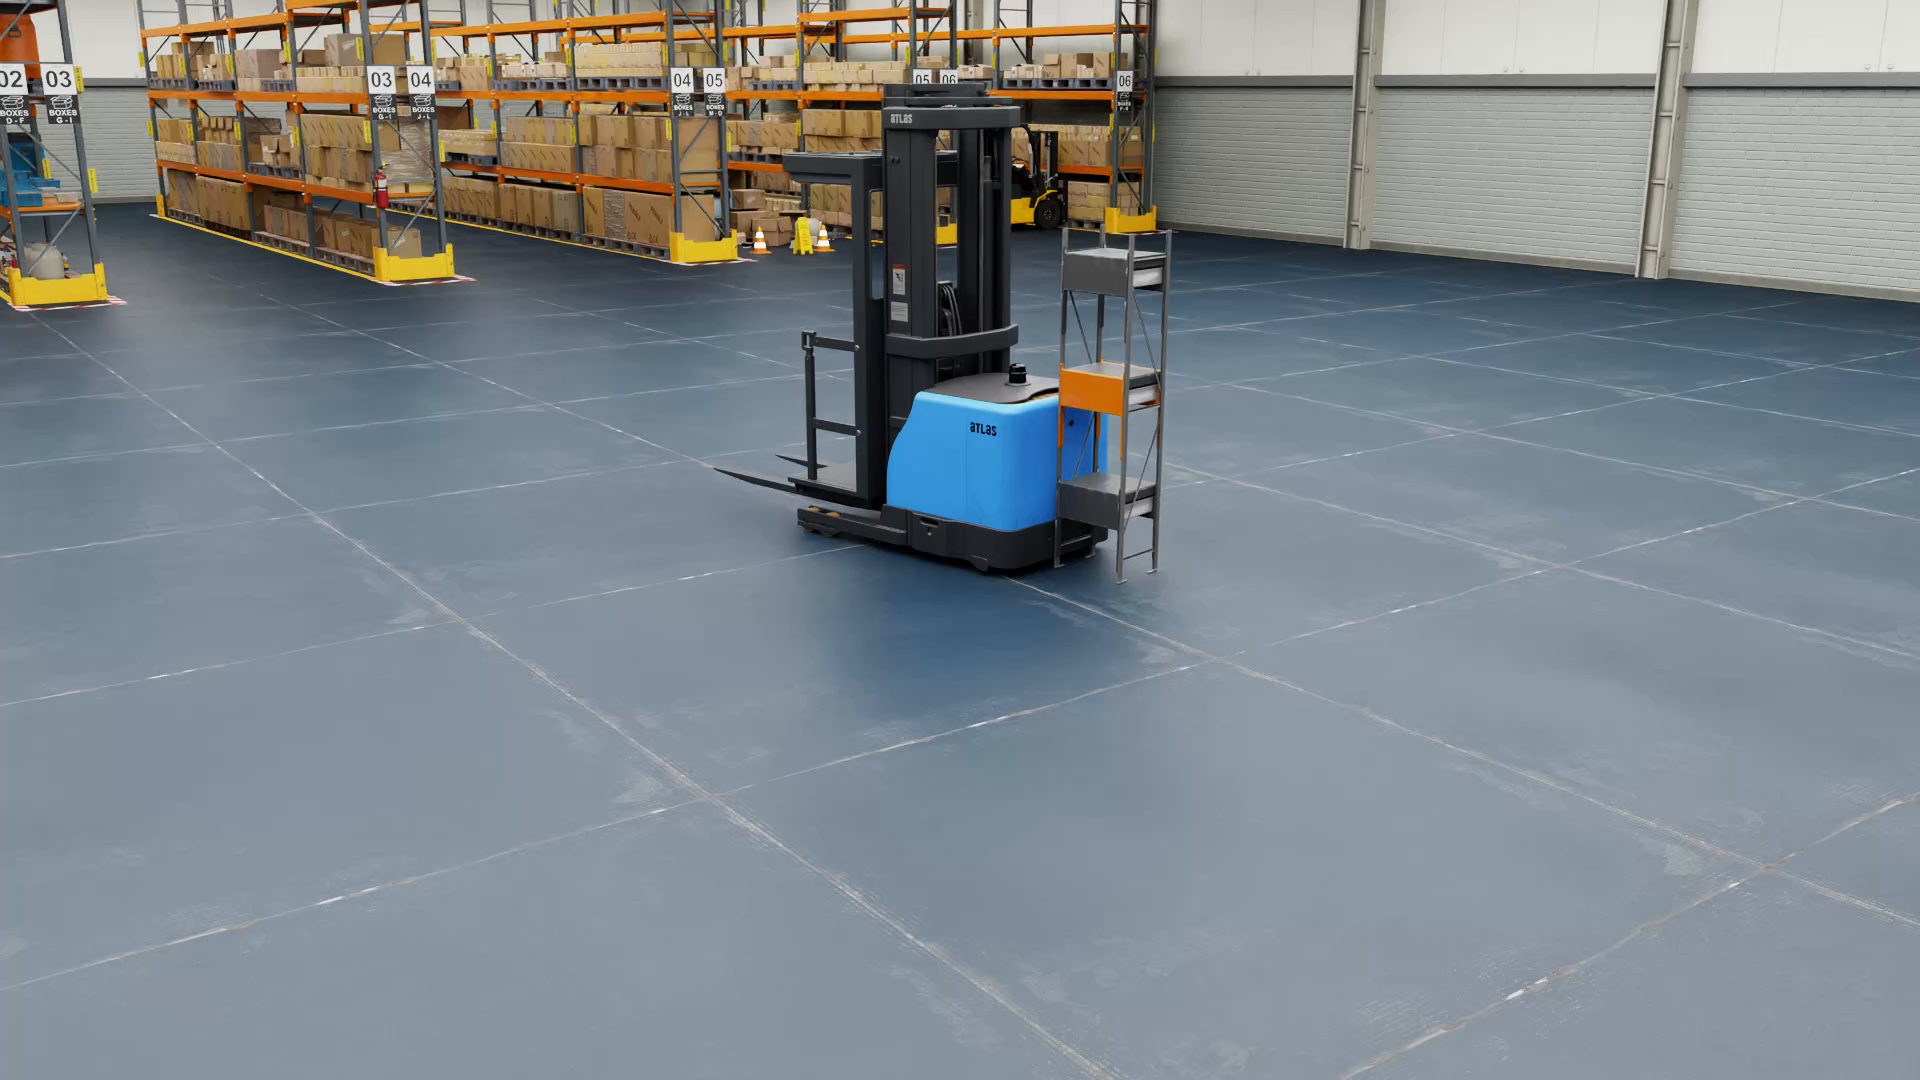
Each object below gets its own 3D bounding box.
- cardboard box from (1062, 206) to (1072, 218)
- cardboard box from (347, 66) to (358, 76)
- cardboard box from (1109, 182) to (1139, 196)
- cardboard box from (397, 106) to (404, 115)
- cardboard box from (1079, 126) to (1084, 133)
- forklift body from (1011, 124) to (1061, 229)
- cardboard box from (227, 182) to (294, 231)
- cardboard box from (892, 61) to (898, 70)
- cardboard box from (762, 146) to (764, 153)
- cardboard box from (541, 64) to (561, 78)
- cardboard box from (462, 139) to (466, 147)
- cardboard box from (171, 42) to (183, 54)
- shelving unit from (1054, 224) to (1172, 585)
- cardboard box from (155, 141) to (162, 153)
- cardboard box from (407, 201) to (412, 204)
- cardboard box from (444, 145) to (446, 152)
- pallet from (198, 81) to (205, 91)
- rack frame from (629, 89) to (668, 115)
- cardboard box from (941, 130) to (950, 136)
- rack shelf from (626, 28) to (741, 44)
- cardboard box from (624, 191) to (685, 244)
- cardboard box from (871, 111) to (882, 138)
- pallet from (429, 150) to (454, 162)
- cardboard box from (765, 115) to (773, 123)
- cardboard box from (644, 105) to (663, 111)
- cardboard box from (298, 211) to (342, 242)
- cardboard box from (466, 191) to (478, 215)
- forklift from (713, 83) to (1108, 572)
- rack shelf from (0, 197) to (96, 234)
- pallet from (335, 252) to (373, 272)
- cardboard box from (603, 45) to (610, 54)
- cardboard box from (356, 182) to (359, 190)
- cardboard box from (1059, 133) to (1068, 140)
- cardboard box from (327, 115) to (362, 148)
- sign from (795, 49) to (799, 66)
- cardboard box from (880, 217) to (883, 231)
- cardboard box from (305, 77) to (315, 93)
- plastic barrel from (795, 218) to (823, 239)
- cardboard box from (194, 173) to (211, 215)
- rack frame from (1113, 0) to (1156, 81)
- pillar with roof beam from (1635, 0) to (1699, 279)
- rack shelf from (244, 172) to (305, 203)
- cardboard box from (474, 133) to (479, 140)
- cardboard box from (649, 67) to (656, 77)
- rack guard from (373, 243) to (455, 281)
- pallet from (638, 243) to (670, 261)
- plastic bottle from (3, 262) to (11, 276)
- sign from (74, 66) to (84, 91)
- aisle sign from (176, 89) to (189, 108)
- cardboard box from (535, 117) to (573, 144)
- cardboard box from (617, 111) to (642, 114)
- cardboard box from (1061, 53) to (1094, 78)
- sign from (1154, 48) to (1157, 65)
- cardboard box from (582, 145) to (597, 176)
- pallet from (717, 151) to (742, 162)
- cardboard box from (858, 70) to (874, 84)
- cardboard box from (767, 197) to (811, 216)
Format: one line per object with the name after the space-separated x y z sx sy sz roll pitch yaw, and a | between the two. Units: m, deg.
2.415 -7.002 35.389 0.500 0.250 0.500 -11 19 -34 | cardboard box
-9.234 -7.242 25.699 0.380 0.149 0.250 -12 19 -37 | cardboard box
3.389 -7.349 34.763 0.500 0.250 0.500 -11 19 -35 | cardboard box
-12.905 -9.921 38.995 0.500 0.500 0.500 -12 19 -36 | cardboard box
2.705 -8.571 34.727 0.380 0.149 0.250 -11 19 -34 | cardboard box
0.928 -7.571 34.662 2.313 2.155 1.214 -11 19 -35 | forklift body
-13.603 -6.585 32.684 1.225 0.875 0.875 -12 19 -37 | cardboard box
-1.052 -8.885 31.139 0.380 0.149 0.250 -10 18 -34 | cardboard box
-4.032 -8.382 35.699 0.380 0.149 0.250 -12 19 -36 | cardboard box
-7.695 -9.006 31.916 0.500 0.250 0.500 -11 19 -35 | cardboard box
-10.408 -8.485 35.511 0.380 0.149 0.250 -11 19 -35 | cardboard box
-16.738 -10.640 35.992 0.500 0.250 0.500 -12 19 -36 | cardboard box
0.918 -0.825 10.102 0.503 2.100 0.431 14 21 40 | shelving unit
-17.854 -8.892 37.603 0.500 0.250 0.500 -11 19 -36 | cardboard box
-12.877 -8.051 39.416 0.380 0.149 0.250 -11 19 -35 | cardboard box
-11.177 -8.619 36.567 0.380 0.149 0.250 -11 19 -34 | cardboard box
-14.987 -9.278 33.972 0.805 0.209 1.217 -12 19 -37 | pallet
-7.550 -9.649 40.650 1.000 3.000 0.127 -11 19 -35 | rack frame
-0.208 -9.425 38.411 0.380 0.149 0.250 -11 19 -36 | cardboard box
-6.374 -11.576 38.445 1.077 0.370 4.000 -11 19 -35 | rack shelf
-5.410 -5.797 29.803 0.875 0.875 0.875 -11 19 -35 | cardboard box
-1.263 -7.945 31.777 0.700 0.500 0.500 -11 19 -34 | cardboard box
-11.163 -8.581 37.110 1.003 0.211 1.213 -11 19 -35 | pallet
-3.896 -8.912 35.178 0.380 0.149 0.250 -12 19 -37 | cardboard box
-7.526 -10.600 40.812 0.380 0.149 0.250 -11 19 -35 | cardboard box
-11.471 -5.649 29.934 0.700 0.500 0.500 -11 19 -35 | cardboard box
-10.367 -7.324 36.093 0.500 0.500 0.500 -12 19 -37 | cardboard box
-0.465 -1.525 11.096 3.031 2.935 1.130 13 20 40 | forklift
-13.693 -4.860 24.514 1.077 0.370 4.000 -11 19 -35 | rack shelf
-9.717 -4.659 27.700 1.003 0.211 1.213 -11 19 -35 | pallet
-6.102 -8.710 29.516 0.380 0.149 0.250 -11 19 -35 | cardboard box
-9.428 -5.671 26.589 0.380 0.149 0.250 -11 19 -35 | cardboard box
2.314 -8.520 35.105 0.380 0.149 0.250 -11 19 -34 | cardboard box
-9.911 -6.623 26.945 0.500 0.500 0.500 -11 19 -35 | cardboard box
-3.293 -9.740 33.575 0.100 0.325 0.005 -11 19 -35 | sign
-1.201 -6.099 32.092 0.500 0.250 0.500 -11 19 -35 | cardboard box
-10.490 -7.529 27.506 0.500 0.250 0.500 -11 19 -35 | cardboard box
-2.933 -6.050 32.381 0.512 0.421 0.421 1 15 4 | plastic barrel
-15.889 -7.442 35.815 0.875 0.875 0.875 -11 19 -35 | cardboard box
3.519 -10.752 33.313 1.000 3.000 0.127 -11 19 -35 | rack frame
7.412 -7.810 22.564 9.100 9.000 0.400 -11 19 -35 | pillar with roof beam
-12.038 -6.483 30.444 1.077 0.370 4.000 -11 19 -35 | rack shelf
-9.947 -8.461 34.862 0.380 0.149 0.250 -11 19 -35 | cardboard box
-5.056 -7.946 28.234 0.380 0.149 0.250 -11 19 -34 | cardboard box
-8.555 -4.359 26.057 1.175 0.500 0.348 -11 19 -35 | rack guard
-4.972 -5.111 29.349 1.003 0.211 1.213 -11 19 -35 | pallet
-13.951 -3.967 24.354 0.097 0.201 0.097 0 15 0 | plastic bottle
-12.069 -6.316 22.770 0.100 0.325 0.005 -11 19 -35 | sign
-17.717 -10.281 38.034 0.394 0.787 0.004 -11 19 -35 | aisle sign
-7.984 -8.112 32.950 0.700 0.500 0.500 -11 19 -35 | cardboard box
-8.051 -10.238 40.716 0.500 0.500 0.500 -11 19 -35 | cardboard box
2.540 -9.895 34.691 0.700 0.500 0.500 -11 19 -34 | cardboard box
3.971 -9.850 33.894 0.100 0.325 0.005 -11 19 -35 | sign
-6.564 -7.147 31.221 0.875 0.550 0.550 -11 19 -35 | cardboard box
-4.693 -8.567 37.059 1.213 0.211 1.003 -11 19 -35 | pallet
-1.617 -8.890 31.914 0.500 0.250 0.500 -10 18 -33 | cardboard box
-3.582 -7.141 35.667 0.950 0.372 0.625 -10 18 -31 | cardboard box
